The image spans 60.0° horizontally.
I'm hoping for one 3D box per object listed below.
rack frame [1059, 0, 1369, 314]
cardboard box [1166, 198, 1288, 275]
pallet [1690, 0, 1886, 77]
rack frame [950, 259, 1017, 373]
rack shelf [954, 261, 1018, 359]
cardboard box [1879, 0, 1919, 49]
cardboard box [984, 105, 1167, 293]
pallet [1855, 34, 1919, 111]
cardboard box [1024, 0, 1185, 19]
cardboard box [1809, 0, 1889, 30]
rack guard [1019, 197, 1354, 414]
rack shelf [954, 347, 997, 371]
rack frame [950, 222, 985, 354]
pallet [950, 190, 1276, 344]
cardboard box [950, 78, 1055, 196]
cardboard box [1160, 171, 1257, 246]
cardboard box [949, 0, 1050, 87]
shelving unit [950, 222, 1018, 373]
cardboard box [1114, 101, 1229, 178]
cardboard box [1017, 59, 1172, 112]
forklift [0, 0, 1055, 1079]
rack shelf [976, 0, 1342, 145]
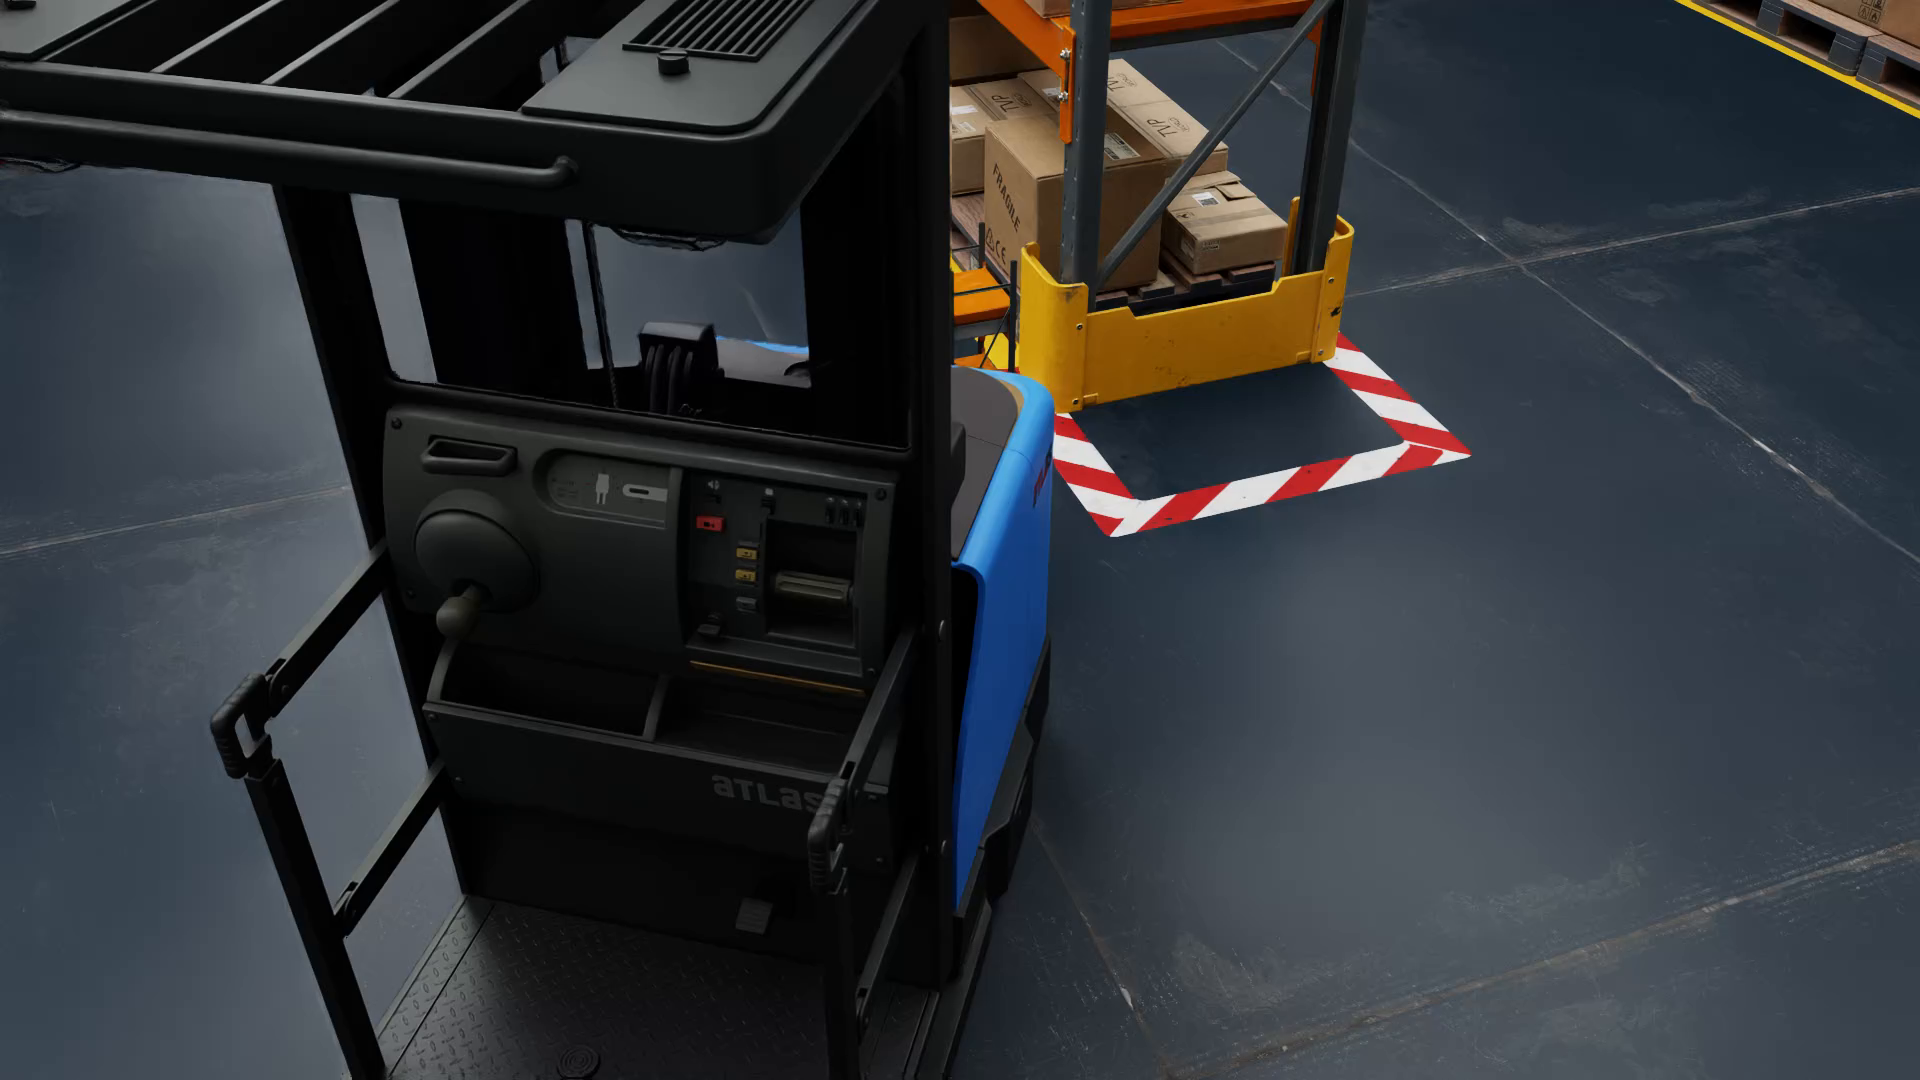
[{"bbox_3d":[0.829,-1.806,5.154,1.000,3.000,0.127,-12,39,-16],"label":"rack frame"},{"bbox_3d":[1.007,-1.151,6.288,0.380,0.149,0.250,-12,39,-16],"label":"cardboard box"},{"bbox_3d":[4.714,-2.843,8.849,1.003,0.211,1.213,-12,39,-16],"label":"pallet"},{"bbox_3d":[0.060,-0.320,4.802,0.200,1.050,0.008,-12,39,-16],"label":"rack frame"},{"bbox_3d":[0.018,-0.607,4.730,0.215,0.259,0.240,-12,39,-16],"label":"rack shelf"},{"bbox_3d":[4.972,-2.660,8.017,0.700,0.500,0.500,-13,39,-16],"label":"cardboard box"},{"bbox_3d":[0.410,-1.239,6.114,0.500,0.500,0.500,-12,39,-16],"label":"cardboard box"},{"bbox_3d":[5.130,-2.155,7.936,1.003,0.211,1.213,-12,39,-16],"label":"pallet"},{"bbox_3d":[0.419,-2.042,5.385,0.500,0.500,0.500,-11,38,-15],"label":"cardboard box"},{"bbox_3d":[4.798,-2.944,8.394,0.700,0.500,0.500,-14,39,-17],"label":"cardboard box"},{"bbox_3d":[0.803,-0.850,5.963,1.175,0.500,0.348,-12,39,-16],"label":"rack guard"},{"bbox_3d":[0.018,-0.381,4.900,0.215,0.259,0.240,-12,39,-16],"label":"rack shelf"},{"bbox_3d":[-0.024,-0.458,4.985,0.200,1.050,0.008,-12,39,-16],"label":"rack frame"},{"bbox_3d":[0.527,-1.185,6.648,1.003,0.211,1.213,-12,39,-16],"label":"pallet"},{"bbox_3d":[0.112,-1.682,6.910,0.500,0.250,0.500,-12,39,-16],"label":"cardboard box"},{"bbox_3d":[0.921,-1.299,6.470,0.380,0.166,0.250,-12,39,-16],"label":"cardboard box"},{"bbox_3d":[0.104,-2.184,7.365,0.797,0.503,0.637,-12,39,-16],"label":"cardboard box"},{"bbox_3d":[0.018,-0.389,4.894,0.215,1.050,0.252,-12,39,-16],"label":"shelving unit"},{"bbox_3d":[0.736,-1.532,6.710,0.500,0.250,0.500,-12,39,-16],"label":"cardboard box"},{"bbox_3d":[0.564,-1.814,7.085,0.500,0.250,0.500,-12,39,-16],"label":"cardboard box"},{"bbox_3d":[-0.614,0.083,2.703,1.130,2.935,3.031,9,38,11],"label":"forklift"},{"bbox_3d":[0.141,-2.648,6.871,1.077,0.370,4.000,-12,39,-16],"label":"rack shelf"}]
